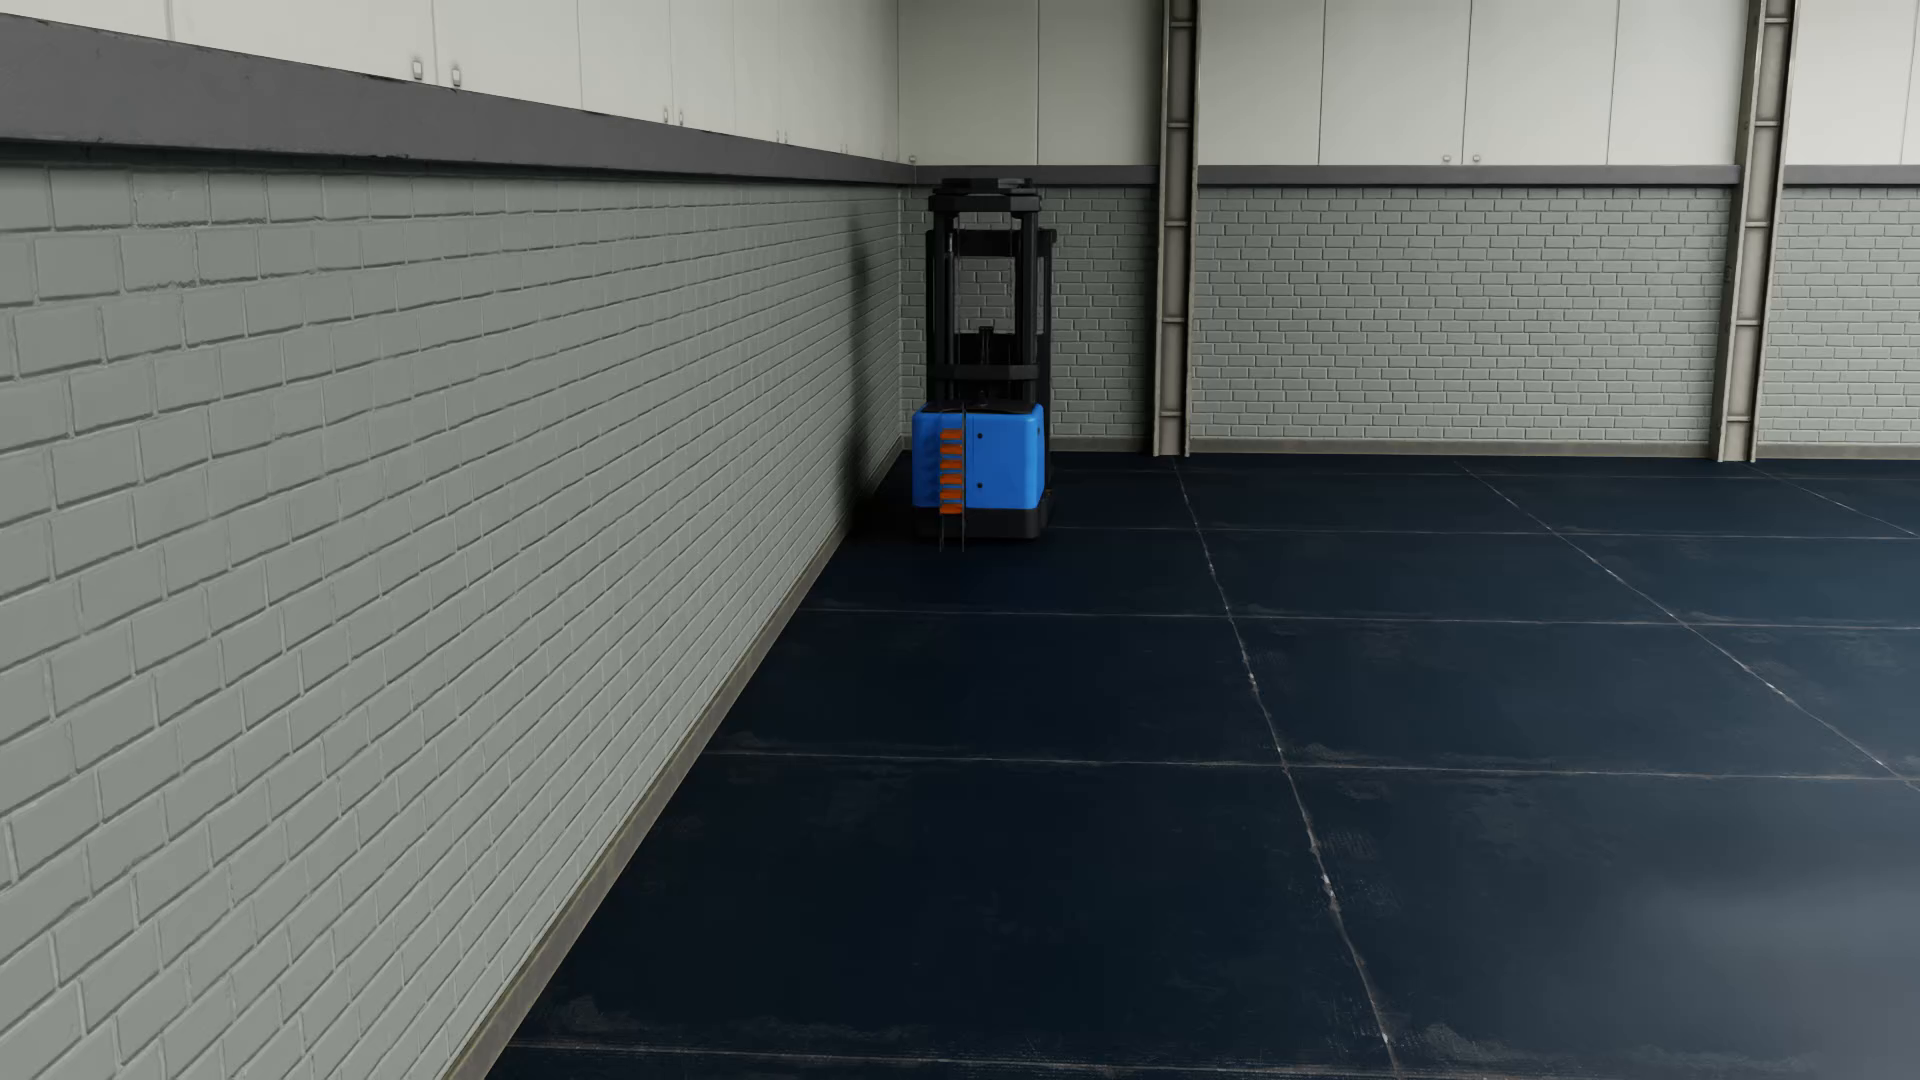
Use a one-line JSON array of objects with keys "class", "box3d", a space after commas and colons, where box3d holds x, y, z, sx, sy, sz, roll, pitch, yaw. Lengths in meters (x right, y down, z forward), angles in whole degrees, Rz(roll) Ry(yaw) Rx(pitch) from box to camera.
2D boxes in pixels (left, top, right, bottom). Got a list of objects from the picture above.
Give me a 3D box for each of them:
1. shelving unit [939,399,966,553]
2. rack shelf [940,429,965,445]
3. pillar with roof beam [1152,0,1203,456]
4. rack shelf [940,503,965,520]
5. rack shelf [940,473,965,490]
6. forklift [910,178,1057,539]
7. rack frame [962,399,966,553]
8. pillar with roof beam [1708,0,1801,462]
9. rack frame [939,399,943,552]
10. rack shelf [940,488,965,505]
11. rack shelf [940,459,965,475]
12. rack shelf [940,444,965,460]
[{"class": "shelving unit", "box3d": [-0.059, -0.512, 13.283, 0.189, 1.200, 0.258, 1, 12, 5]}, {"class": "rack shelf", "box3d": [-0.059, -0.820, 13.219, 0.180, 0.103, 0.258, 1, 12, 5]}, {"class": "pillar with roof beam", "box3d": [2.026, -4.472, 13.169, 0.400, 9.000, 9.100, 1, 12, 4]}, {"class": "rack shelf", "box3d": [-0.059, -0.233, 13.341, 0.180, 0.103, 0.258, 1, 12, 5]}, {"class": "rack shelf", "box3d": [-0.059, -0.468, 13.292, 0.180, 0.103, 0.258, 1, 12, 5]}, {"class": "forklift", "box3d": [0.277, -1.693, 14.703, 1.130, 2.935, 3.031, 1, 12, 6]}, {"class": "rack frame", "box3d": [0.032, -0.510, 13.275, 0.006, 1.200, 0.240, 1, 12, 5]}, {"class": "pillar with roof beam", "box3d": [8.013, -4.390, 12.776, 0.400, 9.000, 9.100, 1, 12, 4]}, {"class": "rack frame", "box3d": [-0.150, -0.513, 13.291, 0.006, 1.200, 0.240, 1, 12, 5]}, {"class": "rack shelf", "box3d": [-0.059, -0.351, 13.317, 0.180, 0.103, 0.258, 1, 12, 5]}, {"class": "rack shelf", "box3d": [-0.059, -0.586, 13.268, 0.180, 0.103, 0.258, 1, 12, 5]}, {"class": "rack shelf", "box3d": [-0.059, -0.703, 13.243, 0.180, 0.103, 0.258, 1, 12, 5]}]
